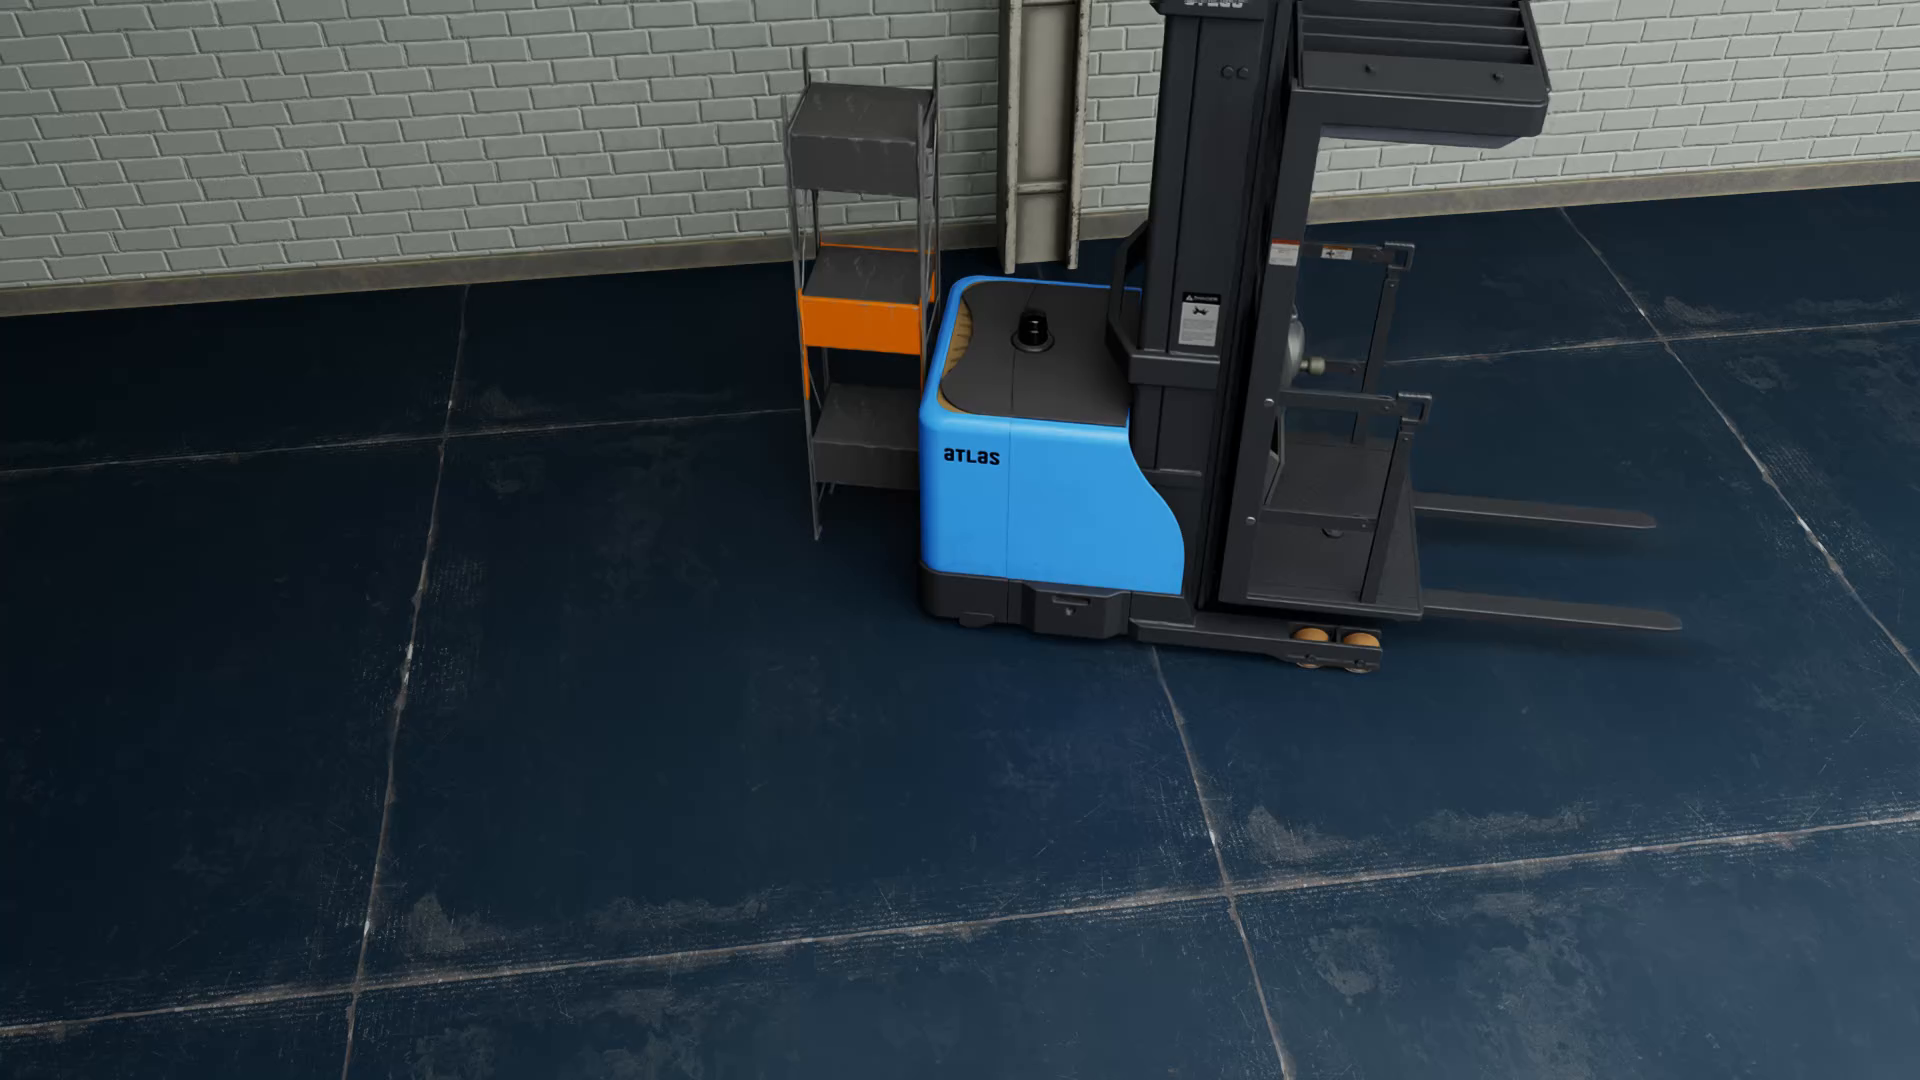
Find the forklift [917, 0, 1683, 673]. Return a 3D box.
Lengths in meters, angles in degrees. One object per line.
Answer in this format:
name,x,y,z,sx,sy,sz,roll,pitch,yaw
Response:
forklift,1.388,-0.938,6.102,3.031,2.935,1.130,5,42,6

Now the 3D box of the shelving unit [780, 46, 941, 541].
shelving unit,-0.356,-0.887,6.665,0.503,2.100,0.431,5,42,6

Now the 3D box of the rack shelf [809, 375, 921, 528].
rack shelf,-0.356,-0.357,7.143,0.480,0.518,0.431,5,42,6

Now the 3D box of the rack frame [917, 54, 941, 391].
rack frame,-0.114,-0.864,6.640,0.015,2.100,0.400,5,42,6

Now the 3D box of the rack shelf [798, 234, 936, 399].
rack shelf,-0.356,-0.877,6.675,0.480,0.518,0.431,5,42,6

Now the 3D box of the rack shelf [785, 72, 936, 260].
rack shelf,-0.356,-1.396,6.206,0.480,0.518,0.431,5,42,6

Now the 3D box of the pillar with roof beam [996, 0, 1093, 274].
pillar with roof beam,0.968,-2.013,2.763,0.400,9.000,9.100,-5,42,-6

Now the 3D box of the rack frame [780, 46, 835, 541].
rack frame,-0.597,-0.909,6.691,0.015,2.100,0.400,5,42,6
